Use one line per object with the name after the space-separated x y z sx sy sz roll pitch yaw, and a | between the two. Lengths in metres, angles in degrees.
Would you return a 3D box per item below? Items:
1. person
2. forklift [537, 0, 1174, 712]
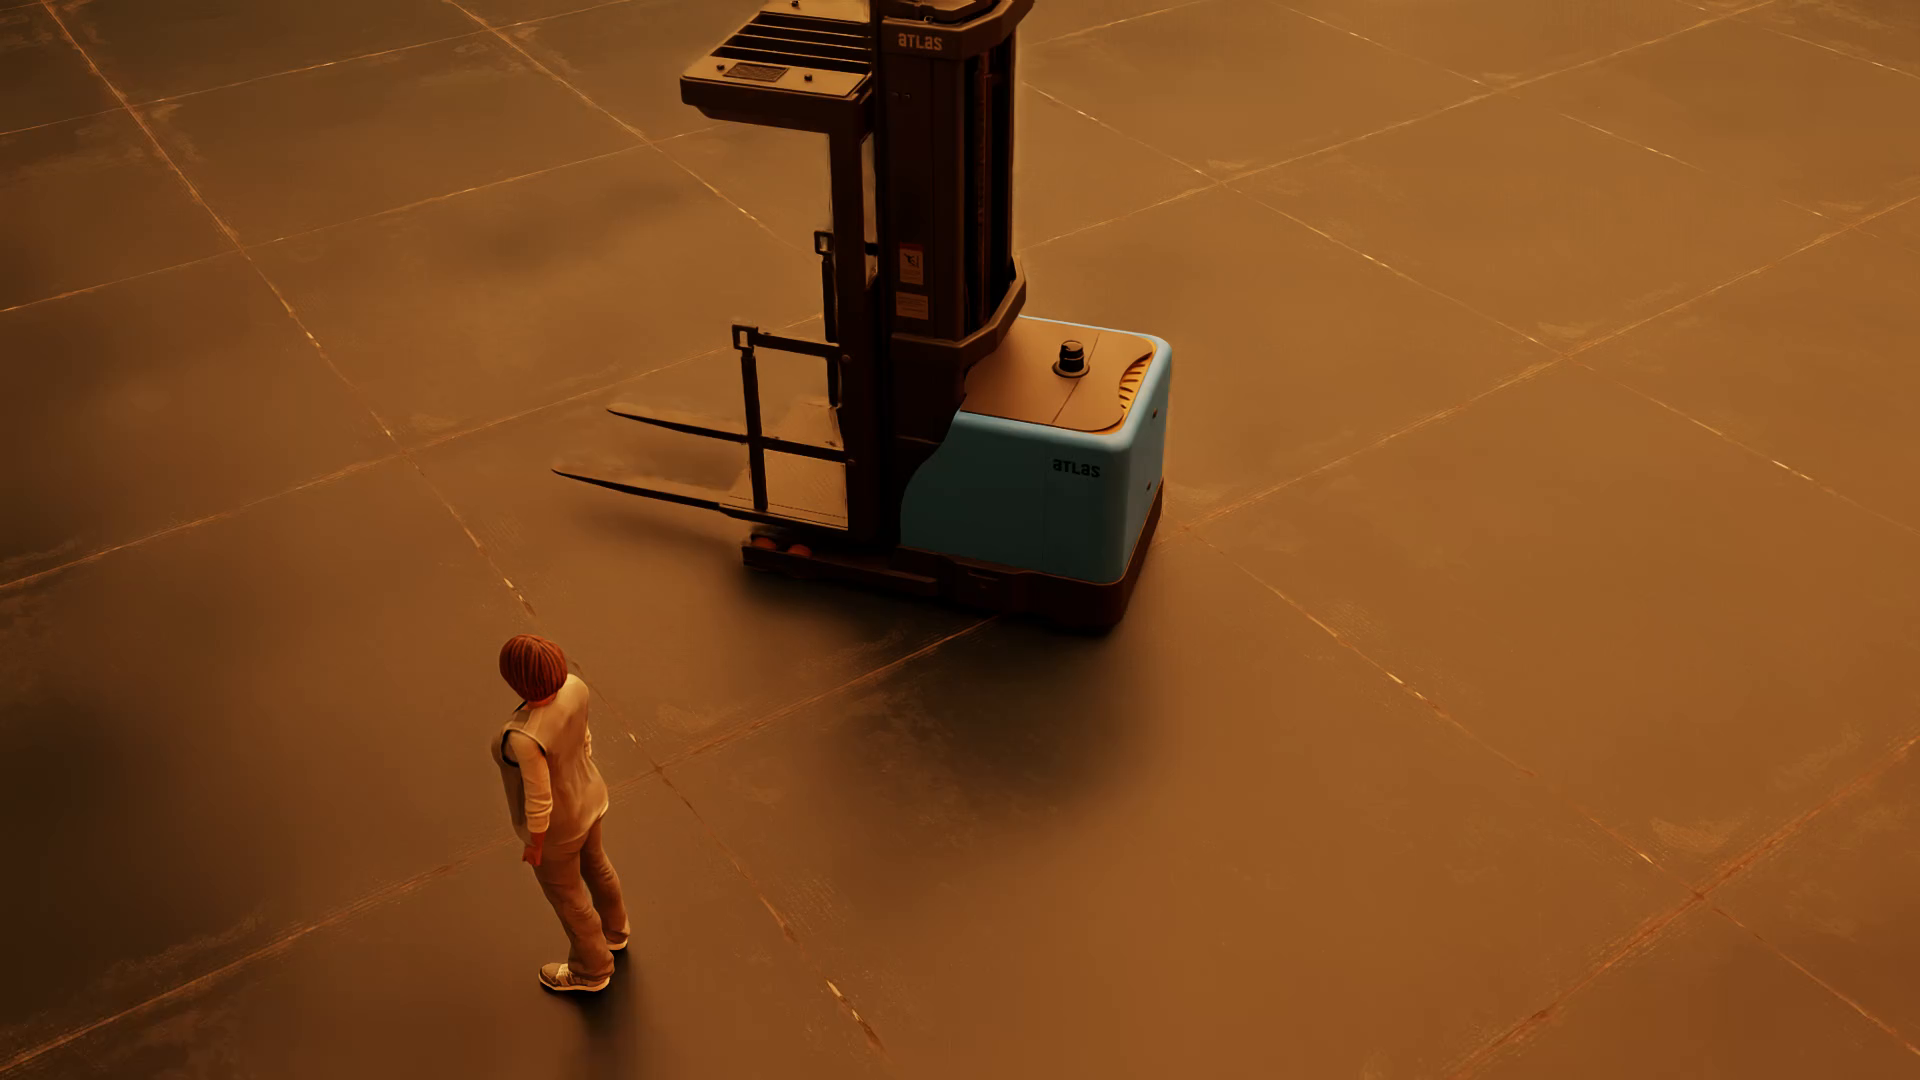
-1.391 0.953 5.778 0.330 1.601 0.407 11 38 14 | person
-0.473 -0.948 7.227 3.031 2.935 1.130 -22 42 -27 | forklift
